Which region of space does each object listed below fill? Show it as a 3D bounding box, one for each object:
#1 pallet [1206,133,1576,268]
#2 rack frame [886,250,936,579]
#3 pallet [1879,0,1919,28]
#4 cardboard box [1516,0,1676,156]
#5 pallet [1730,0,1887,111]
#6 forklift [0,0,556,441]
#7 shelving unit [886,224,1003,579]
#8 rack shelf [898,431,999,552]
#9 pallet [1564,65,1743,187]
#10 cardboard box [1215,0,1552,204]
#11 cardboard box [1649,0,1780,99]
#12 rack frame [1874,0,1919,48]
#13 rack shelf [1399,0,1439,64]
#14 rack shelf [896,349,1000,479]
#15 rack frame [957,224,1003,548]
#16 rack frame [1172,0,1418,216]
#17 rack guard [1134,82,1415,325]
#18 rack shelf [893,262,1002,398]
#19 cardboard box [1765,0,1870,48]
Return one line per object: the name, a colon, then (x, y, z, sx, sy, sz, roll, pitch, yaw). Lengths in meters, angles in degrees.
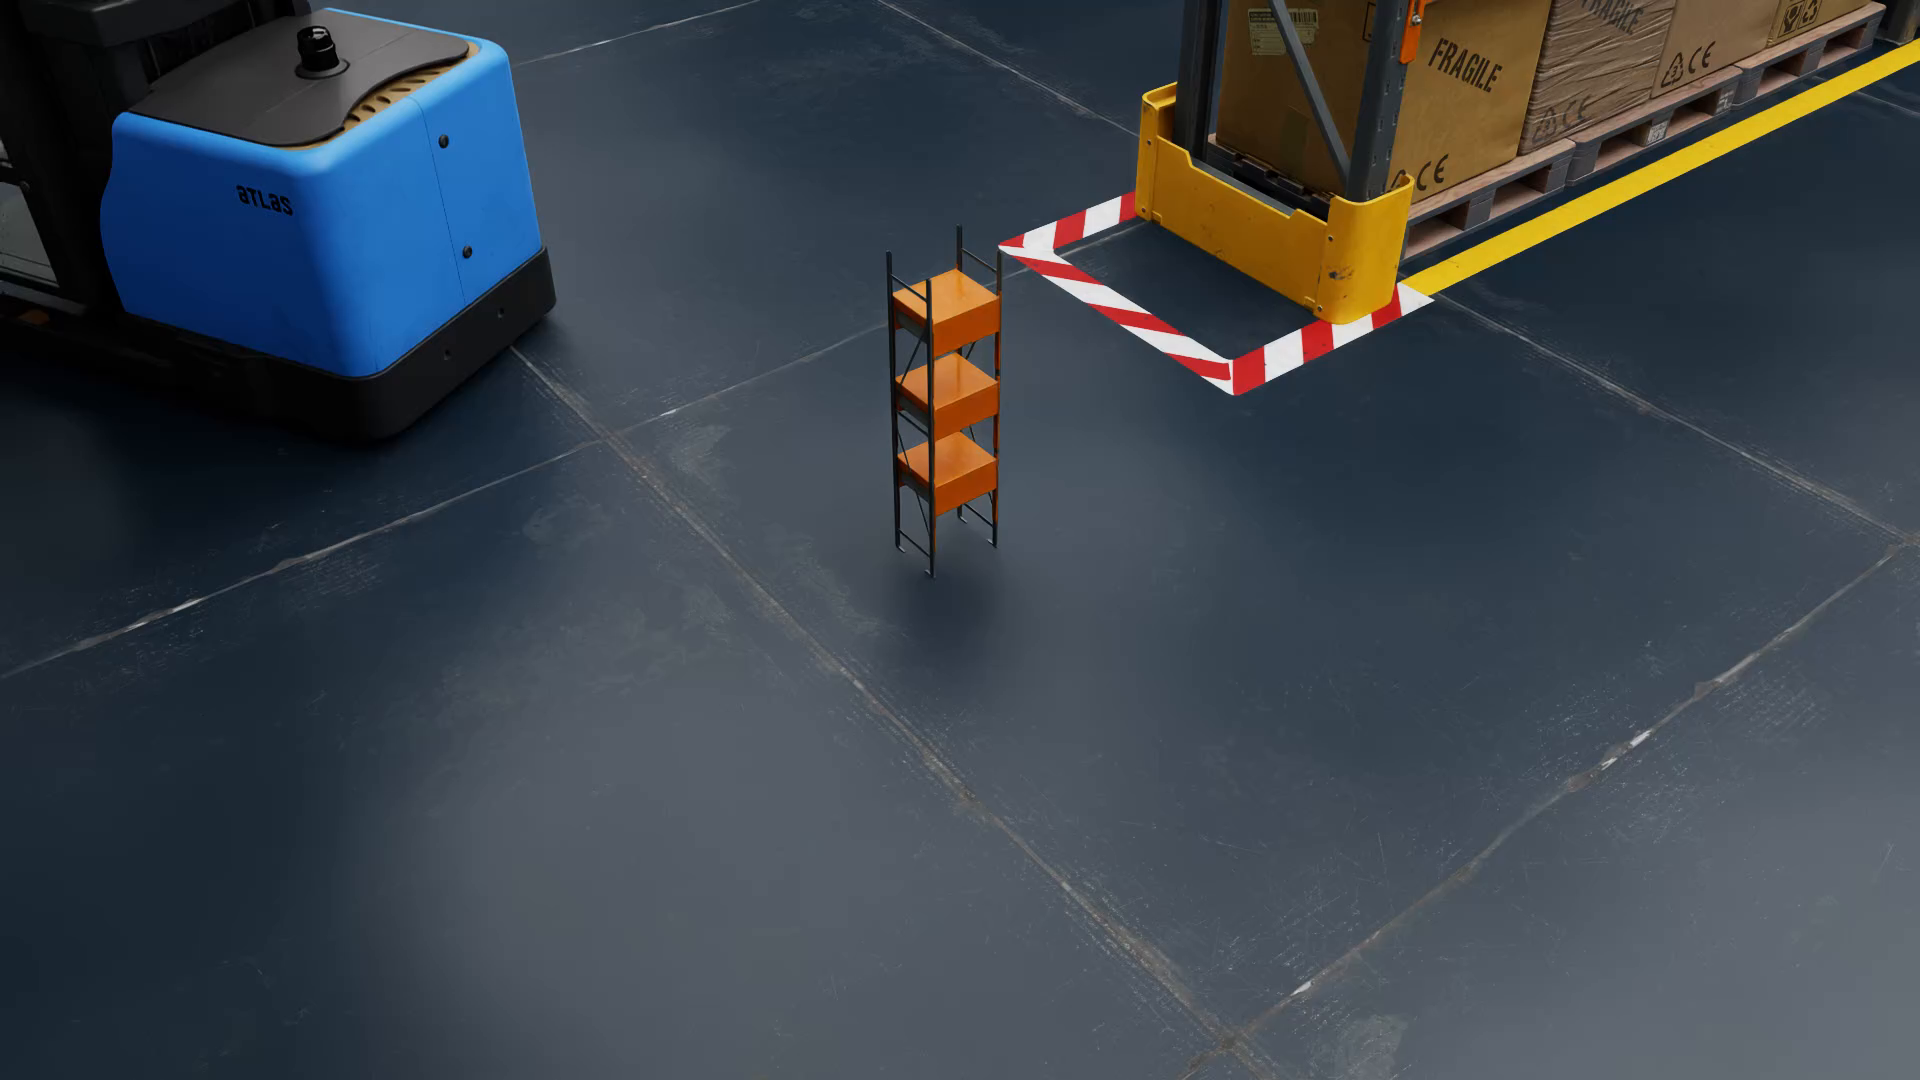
pallet: (1.796, -1.589, 7.020, 1.213, 0.211, 1.003, -26, 46, -28)
rack frame: (-0.139, -0.338, 4.834, 0.008, 1.050, 0.200, -26, 46, -28)
pallet: (4.948, -3.122, 8.890, 1.213, 0.211, 1.003, -26, 46, -28)
cardboard box: (2.390, -2.299, 7.031, 0.875, 0.875, 0.875, -26, 46, -28)
pallet: (3.731, -2.532, 8.170, 1.213, 0.211, 1.003, -26, 46, -28)
forklift: (-3.070, -2.092, 5.489, 3.031, 2.935, 1.130, 16, 42, 19)
shelving unit: (-0.042, -0.385, 4.892, 0.252, 1.050, 0.215, -26, 46, -28)
rack shelf: (-0.042, -0.162, 5.075, 0.240, 0.259, 0.215, -26, 46, -28)
pallet: (2.763, -2.058, 7.592, 1.213, 0.211, 1.003, -26, 46, -28)
cardboard box: (1.669, -1.947, 6.603, 0.875, 0.875, 0.875, -26, 46, -28)
cardboard box: (3.096, -2.643, 7.451, 0.875, 0.875, 0.875, -26, 46, -28)
rack frame: (4.382, -3.864, 7.596, 0.127, 3.000, 1.000, -26, 46, -28)
rack shelf: (2.796, -2.813, 6.882, 4.000, 0.370, 1.077, -26, 46, -28)
rack shelf: (-0.042, -0.377, 4.899, 0.240, 0.259, 0.215, -26, 46, -28)
rack frame: (0.054, -0.432, 4.949, 0.008, 1.050, 0.200, -26, 46, -28)
rack frame: (1.210, -2.319, 5.711, 0.127, 3.000, 1.000, -26, 46, -28)
rack guard: (1.191, -1.343, 6.493, 0.348, 0.500, 1.175, -26, 46, -28)
rack shelf: (-0.042, -0.596, 4.719, 0.240, 0.259, 0.215, -26, 46, -28)
cardboard box: (3.810, -2.991, 7.875, 0.875, 0.875, 0.875, -26, 46, -28)
